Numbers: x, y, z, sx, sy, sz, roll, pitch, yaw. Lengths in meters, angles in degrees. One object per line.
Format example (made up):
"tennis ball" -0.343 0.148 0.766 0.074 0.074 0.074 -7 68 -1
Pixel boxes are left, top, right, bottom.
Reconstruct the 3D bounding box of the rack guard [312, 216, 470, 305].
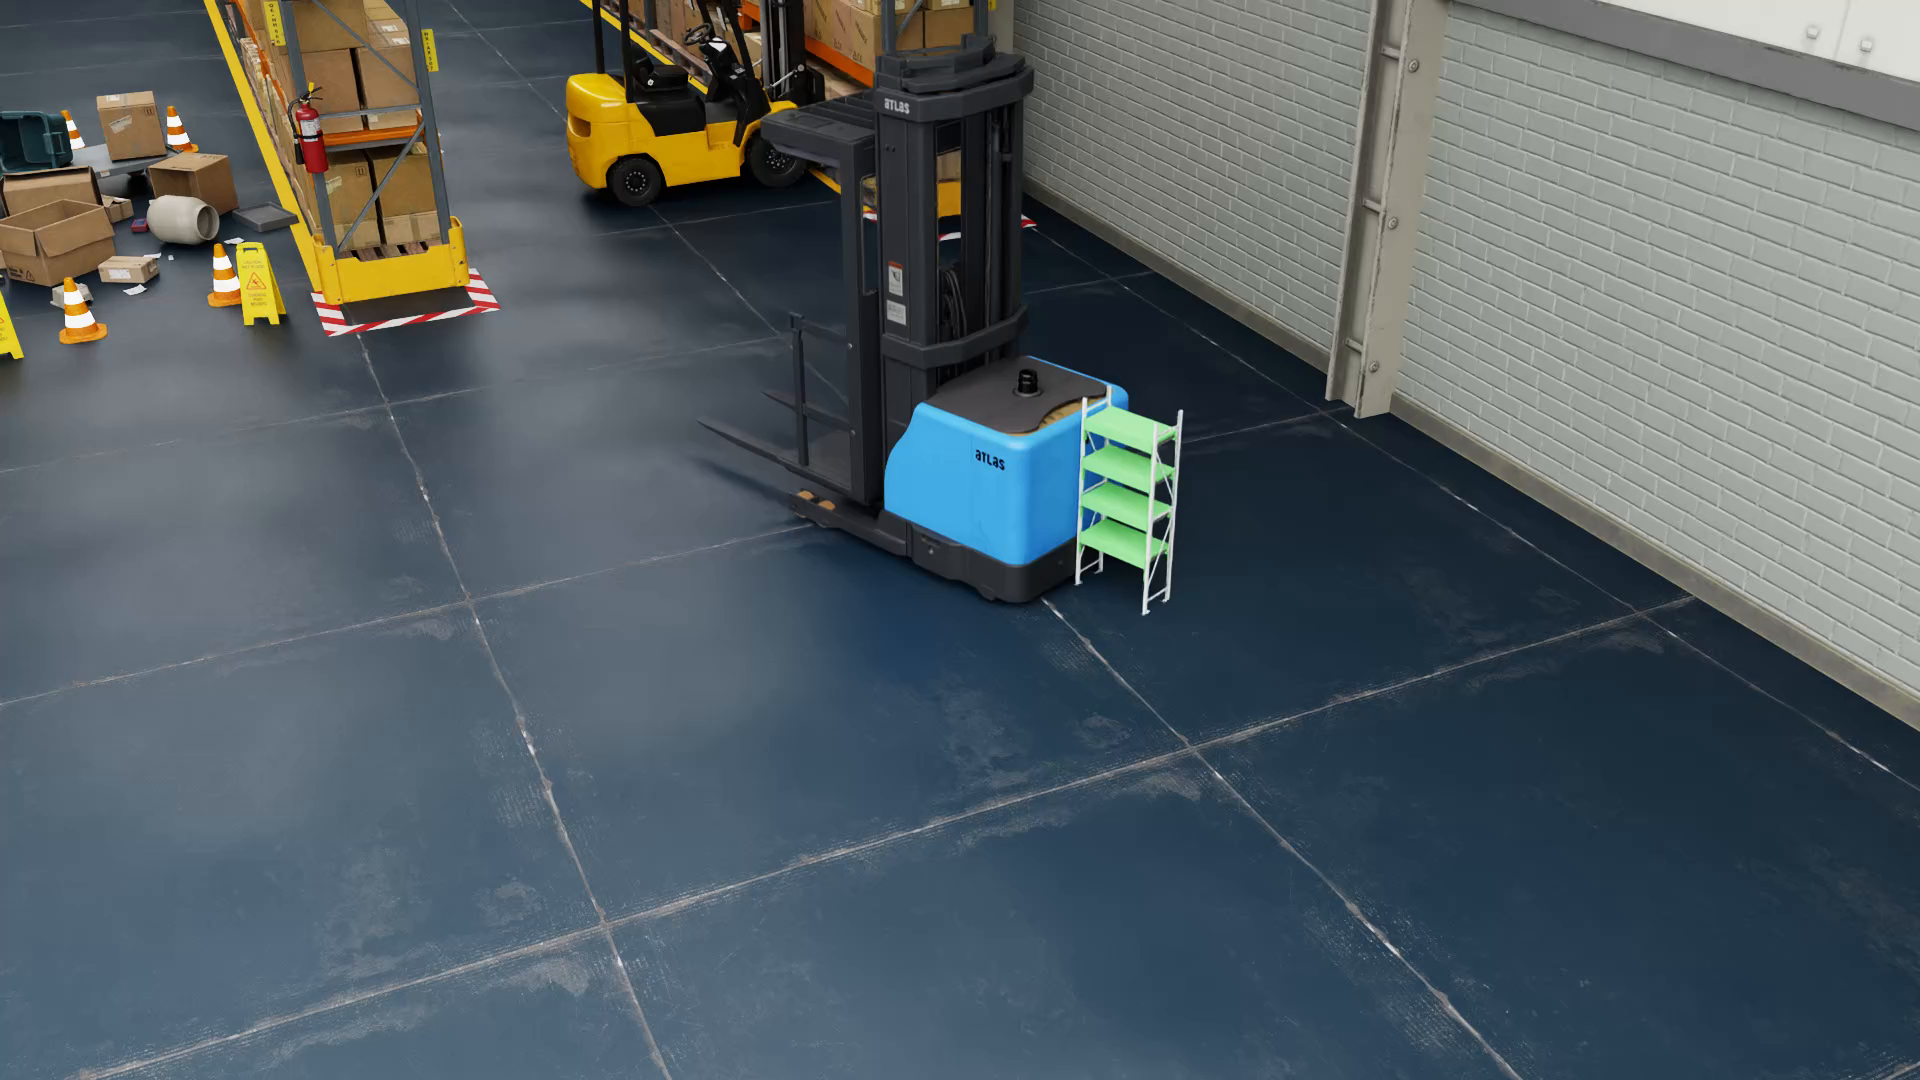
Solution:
"rack guard" -4.738 -2.337 13.880 1.175 0.500 0.348 -13 32 -22

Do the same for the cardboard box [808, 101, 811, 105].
"cardboard box" -1.373 -4.458 16.978 0.500 0.250 0.500 -13 32 -22

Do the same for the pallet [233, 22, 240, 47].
"pallet" -8.930 -6.614 21.802 1.003 0.211 1.213 -13 32 -22

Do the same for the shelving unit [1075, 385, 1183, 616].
"shelving unit" 0.944 -0.219 9.387 0.503 1.200 0.258 24 37 36

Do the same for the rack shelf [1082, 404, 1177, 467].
"rack shelf" 0.944 -0.582 9.183 0.480 0.148 0.258 24 37 36

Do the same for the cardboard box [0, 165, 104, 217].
"cardboard box" -8.155 -3.020 14.955 0.797 0.637 0.503 -13 32 -22

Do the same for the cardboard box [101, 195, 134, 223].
"cardboard box" -8.011 -3.158 15.583 0.396 0.266 0.258 13 32 21

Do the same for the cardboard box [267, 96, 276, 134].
"cardboard box" -6.650 -4.429 17.312 0.950 0.372 0.625 -13 32 -21

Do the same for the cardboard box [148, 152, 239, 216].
"cardboard box" -7.192 -3.313 15.617 0.500 0.500 0.500 7 30 13

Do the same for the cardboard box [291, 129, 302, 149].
"cardboard box" -5.503 -3.435 14.234 0.380 0.149 0.250 -12 31 -21

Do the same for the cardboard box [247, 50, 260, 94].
"cardboard box" -7.582 -5.389 19.024 0.950 0.372 0.625 -14 32 -23

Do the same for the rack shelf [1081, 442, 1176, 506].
"rack shelf" 0.944 -0.373 9.301 0.480 0.148 0.258 24 37 36

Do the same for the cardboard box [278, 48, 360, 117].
"cardboard box" -5.187 -3.749 13.436 0.500 0.500 0.500 -14 32 -23

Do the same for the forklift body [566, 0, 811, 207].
"forklift body" -2.686 -4.522 16.088 2.313 2.155 1.214 -13 32 -22

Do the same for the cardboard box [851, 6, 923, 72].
"cardboard box" -0.672 -4.644 15.335 0.500 0.500 0.500 -14 32 -23

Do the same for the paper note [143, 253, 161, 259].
"paper note" -7.138 -2.500 14.662 0.148 0.019 0.142 -3 29 -5

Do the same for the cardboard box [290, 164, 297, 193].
"cardboard box" -5.944 -3.360 15.530 0.500 0.250 0.500 -14 32 -23

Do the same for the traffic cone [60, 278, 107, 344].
"traffic cone" -6.912 -1.823 13.001 0.336 0.463 0.334 -13 32 -22

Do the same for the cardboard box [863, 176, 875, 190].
"cardboard box" -0.711 -3.563 15.892 0.500 0.250 0.500 -13 32 -22

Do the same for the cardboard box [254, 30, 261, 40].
"cardboard box" -6.485 -5.081 15.811 0.500 0.500 0.500 -13 32 -22

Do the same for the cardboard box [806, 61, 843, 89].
"cardboard box" -1.364 -4.666 16.837 0.500 0.250 0.500 -14 32 -23

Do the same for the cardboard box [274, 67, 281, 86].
"cardboard box" -5.903 -4.172 14.854 0.380 0.149 0.250 -13 32 -22

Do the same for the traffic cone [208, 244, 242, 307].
"traffic cone" -6.055 -2.207 13.685 0.336 0.463 0.334 -13 32 -22

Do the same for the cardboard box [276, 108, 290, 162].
"cardboard box" -6.173 -3.921 15.763 0.500 0.500 0.500 -12 31 -20

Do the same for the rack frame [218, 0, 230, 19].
"rack frame" -9.857 -8.695 22.662 1.000 3.000 0.127 -13 32 -22

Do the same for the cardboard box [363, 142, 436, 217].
"cardboard box" -4.813 -3.130 14.353 0.500 0.500 0.500 -14 32 -24

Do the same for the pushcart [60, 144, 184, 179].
"pushcart" -8.460 -3.516 16.108 0.936 0.377 1.648 26 38 38

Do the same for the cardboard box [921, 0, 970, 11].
"cardboard box" -0.135 -4.969 15.251 0.380 0.149 0.250 -14 32 -23

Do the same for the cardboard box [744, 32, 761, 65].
"cardboard box" -2.017 -5.345 18.048 0.500 0.250 0.500 -14 32 -23

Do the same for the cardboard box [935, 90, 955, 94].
"cardboard box" -0.259 -4.110 15.845 0.500 0.250 0.500 -14 32 -23

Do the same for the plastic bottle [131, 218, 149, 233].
"plastic bottle" -7.562 -2.915 15.360 0.133 0.061 0.283 -8 30 -13

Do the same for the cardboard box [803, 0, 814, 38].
"cardboard box" -1.333 -5.321 16.543 0.500 0.500 0.500 -13 32 -22

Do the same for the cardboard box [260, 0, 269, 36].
"cardboard box" -5.332 -4.408 13.589 0.700 0.500 0.500 -13 32 -22

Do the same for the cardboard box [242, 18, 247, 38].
"cardboard box" -8.740 -6.902 21.207 0.875 0.875 0.875 -13 32 -21

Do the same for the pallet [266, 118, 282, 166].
"pallet" -6.758 -4.288 17.654 1.003 0.211 1.213 -13 32 -22

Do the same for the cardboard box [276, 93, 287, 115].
"cardboard box" -6.073 -4.025 15.285 0.380 0.149 0.250 -11 31 -19

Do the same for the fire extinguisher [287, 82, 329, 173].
"fire extinguisher" -5.072 -3.213 12.965 0.296 0.674 0.183 -13 32 -22

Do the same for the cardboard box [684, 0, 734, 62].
"cardboard box" -2.826 -6.256 20.312 0.875 0.625 0.625 -14 32 -24

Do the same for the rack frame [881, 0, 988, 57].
"rack frame" -0.224 -4.438 15.070 1.000 3.000 0.127 -13 32 -22

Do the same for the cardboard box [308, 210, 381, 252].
"cardboard box" -5.306 -2.689 14.333 0.500 0.250 0.500 -13 32 -22

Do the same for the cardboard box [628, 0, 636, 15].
"cardboard box" -4.239 -7.430 22.532 0.500 0.500 0.500 -14 32 -23

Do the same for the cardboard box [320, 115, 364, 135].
"cardboard box" -5.059 -3.405 13.485 0.380 0.149 0.250 -12 31 -20

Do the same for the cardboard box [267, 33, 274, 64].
"cardboard box" -5.810 -4.421 14.634 0.500 0.500 0.500 -13 32 -21

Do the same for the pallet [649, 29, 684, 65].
"pallet" -3.340 -6.384 21.391 1.003 0.211 1.213 -13 32 -22

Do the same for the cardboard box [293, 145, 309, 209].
"cardboard box" -5.512 -3.234 14.538 0.500 0.500 0.500 -12 31 -20

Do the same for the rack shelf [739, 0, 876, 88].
"rack shelf" -1.083 -5.008 16.822 1.077 0.370 4.000 -13 32 -22

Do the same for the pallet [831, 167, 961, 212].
"pallet" -0.590 -3.551 16.339 1.003 0.211 1.213 -13 32 -22

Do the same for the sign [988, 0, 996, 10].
"sign" 0.280 -4.964 15.042 0.100 0.325 0.005 -13 32 -22

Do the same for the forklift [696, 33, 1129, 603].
"forklift" -0.441 -1.523 9.943 3.031 2.935 1.130 24 37 36

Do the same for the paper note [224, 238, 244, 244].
"paper note" -6.550 -2.705 15.015 0.148 0.019 0.142 26 38 38

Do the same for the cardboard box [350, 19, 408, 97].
"cardboard box" -4.883 -4.063 13.995 0.500 0.500 0.500 -12 31 -20

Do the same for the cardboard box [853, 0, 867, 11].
"cardboard box" -0.762 -4.965 15.246 0.380 0.149 0.250 -13 32 -21
